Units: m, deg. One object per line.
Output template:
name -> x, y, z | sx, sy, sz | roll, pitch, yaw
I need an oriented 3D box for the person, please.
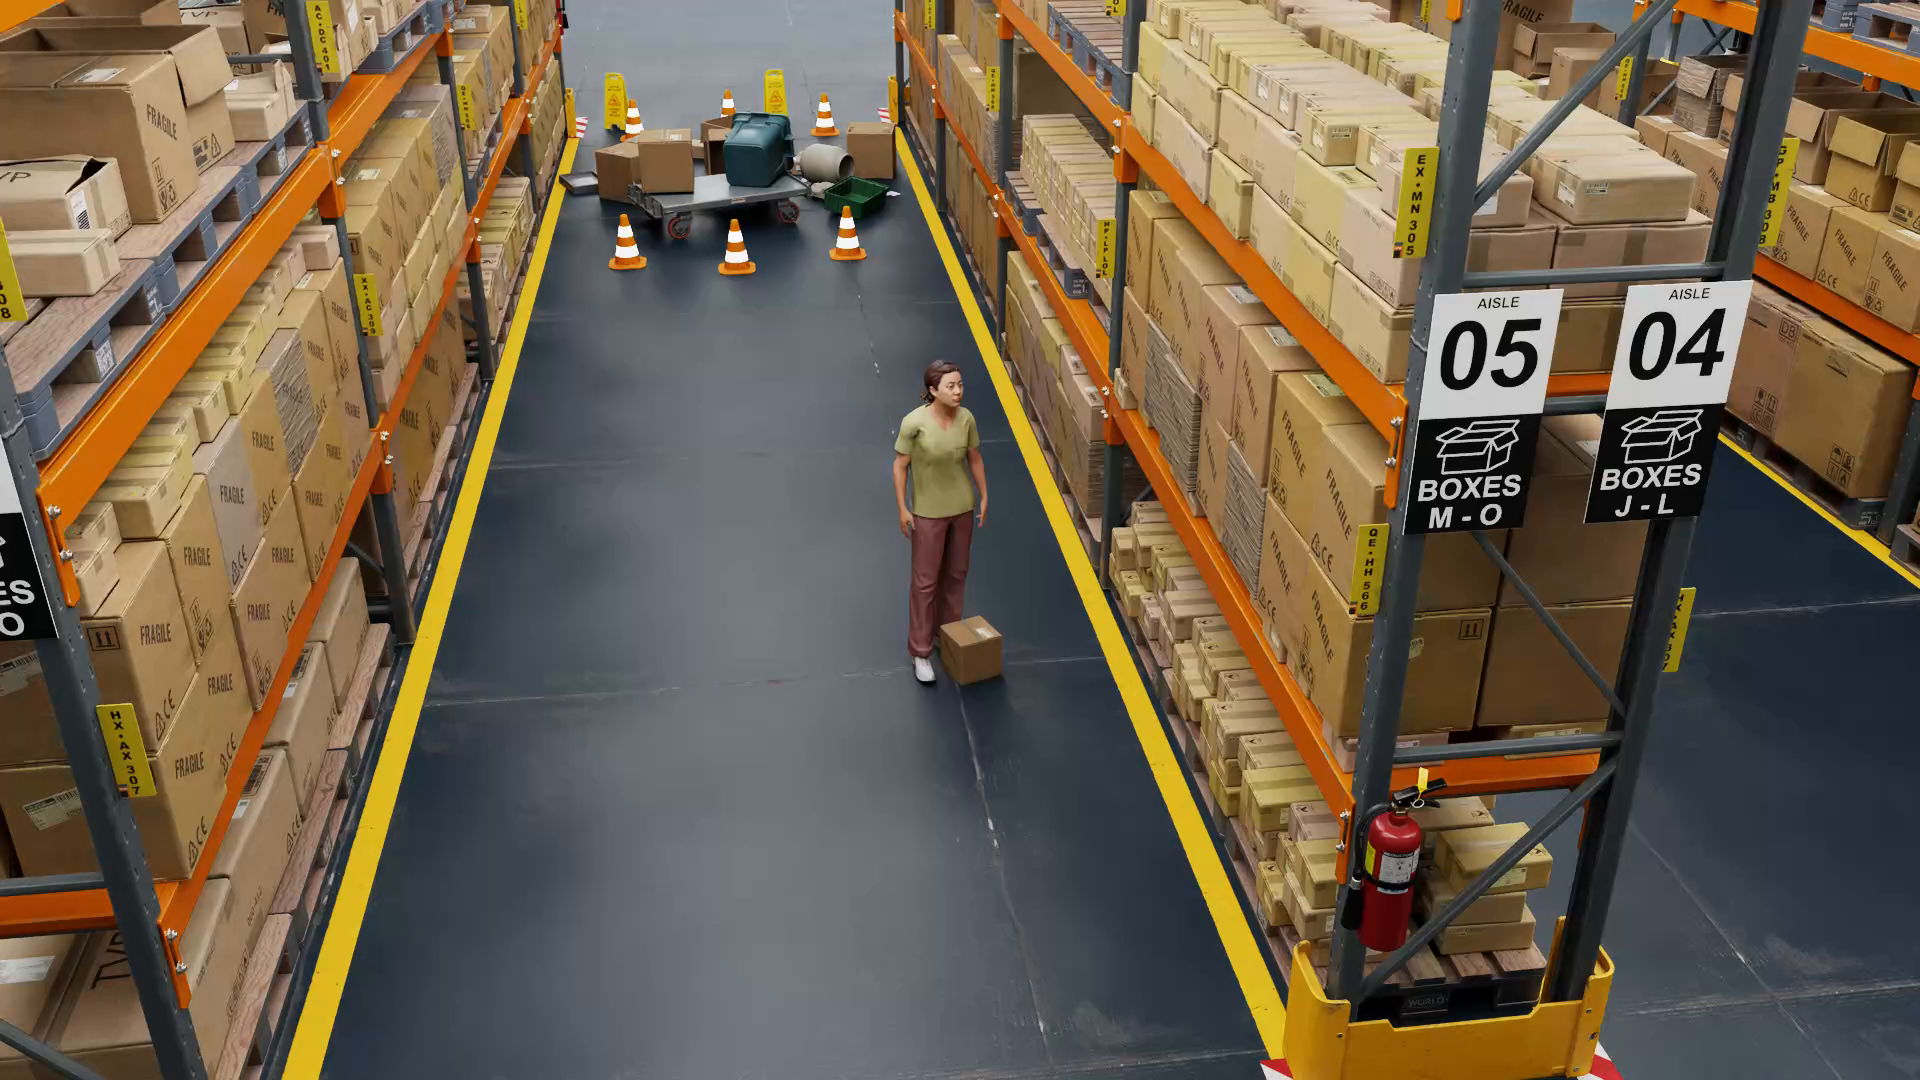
person -> -0.060, -0.091, 8.842 | 0.554, 1.612, 0.517 | -13, 30, -24
